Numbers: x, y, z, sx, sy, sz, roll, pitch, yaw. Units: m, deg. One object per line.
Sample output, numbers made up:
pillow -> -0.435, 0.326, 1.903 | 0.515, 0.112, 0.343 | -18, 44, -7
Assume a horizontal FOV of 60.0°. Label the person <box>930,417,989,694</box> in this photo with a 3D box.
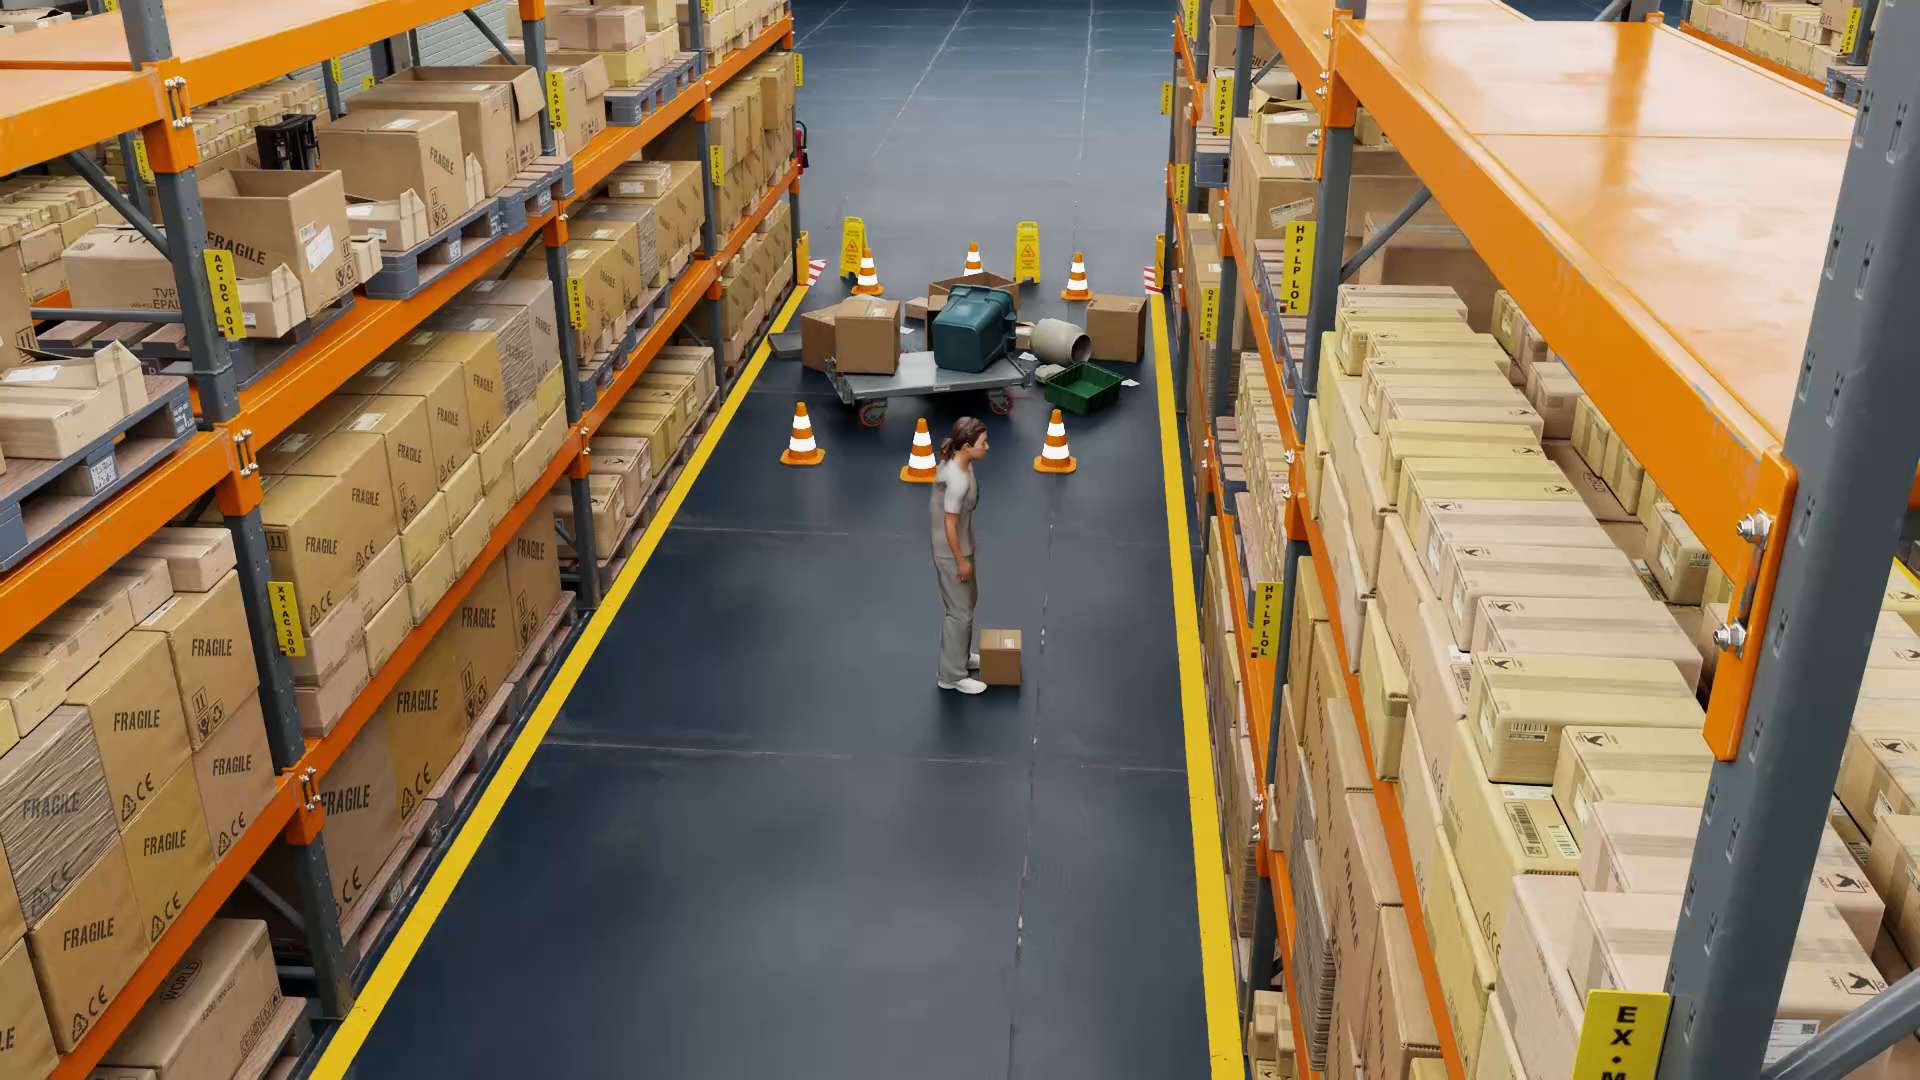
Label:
person -> 0.001, 0.066, 9.852 | 0.356, 1.673, 0.487 | 2, 25, 4
